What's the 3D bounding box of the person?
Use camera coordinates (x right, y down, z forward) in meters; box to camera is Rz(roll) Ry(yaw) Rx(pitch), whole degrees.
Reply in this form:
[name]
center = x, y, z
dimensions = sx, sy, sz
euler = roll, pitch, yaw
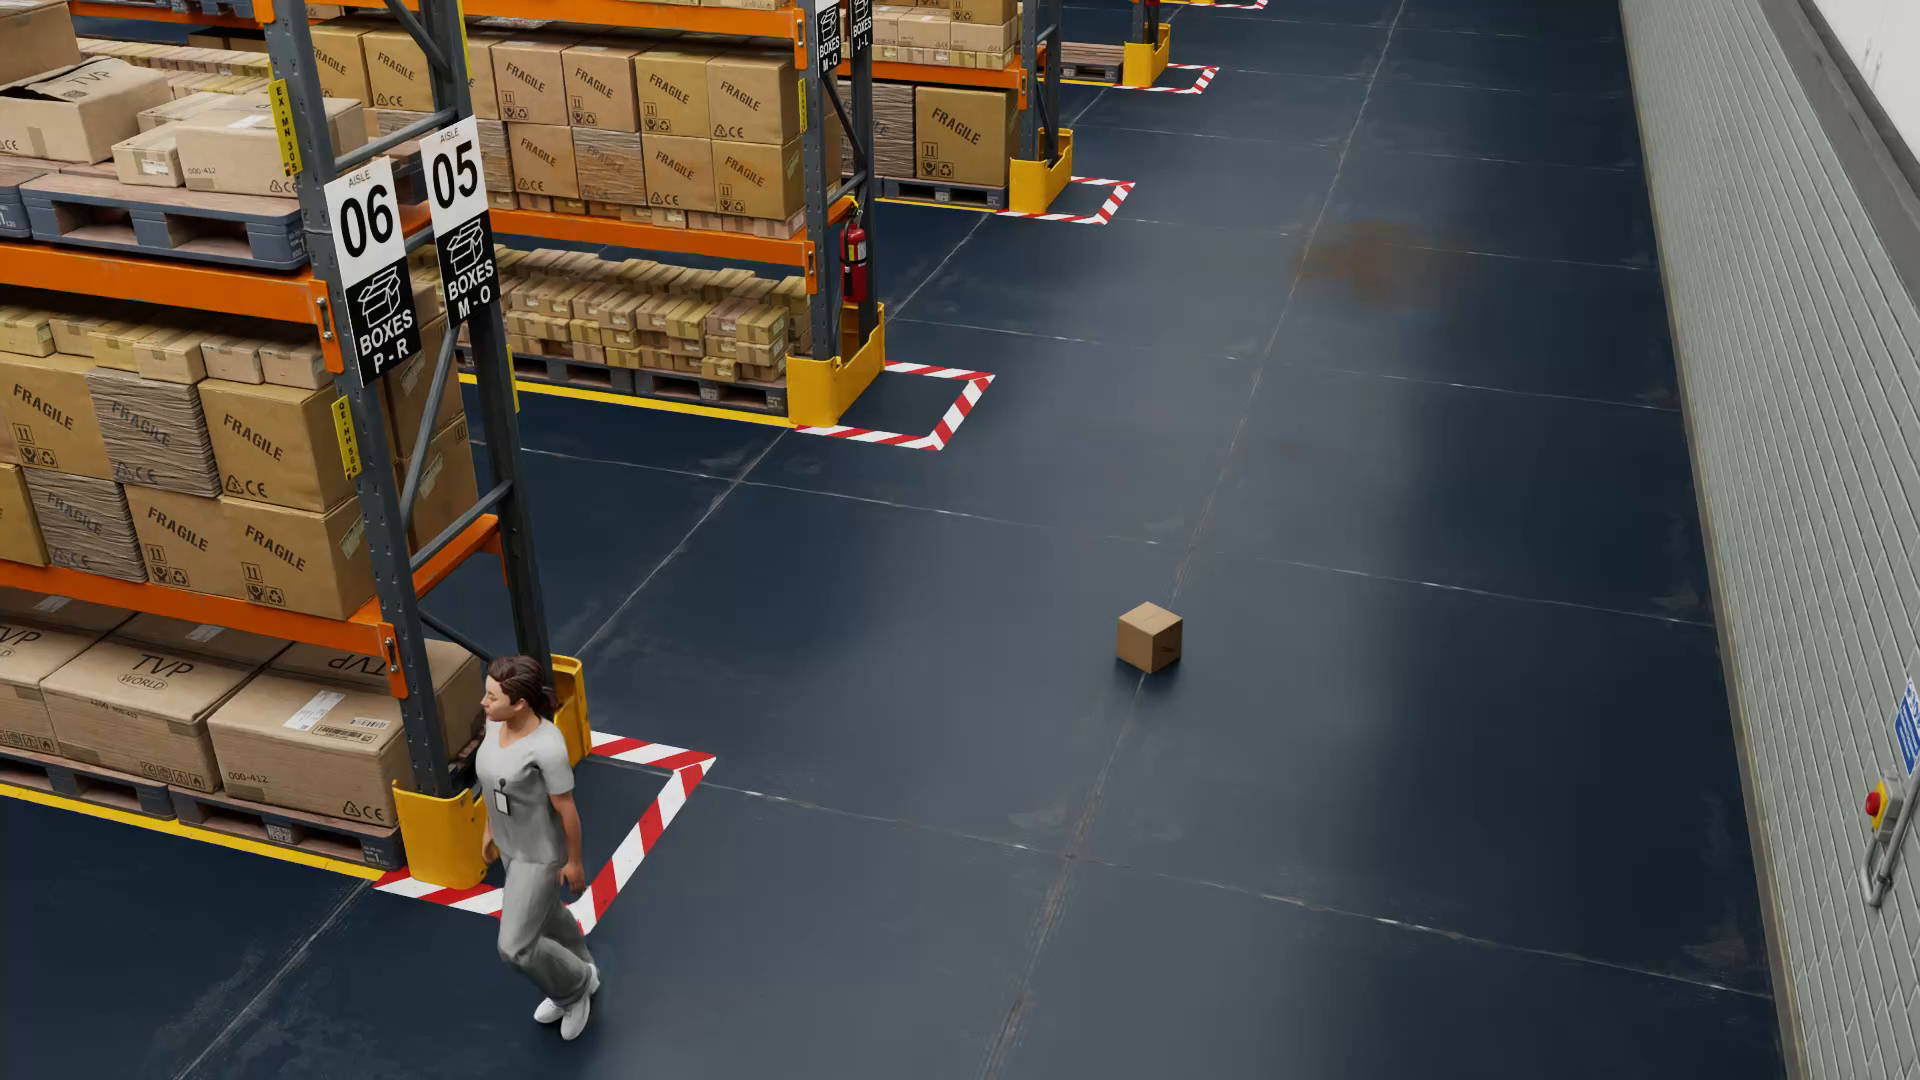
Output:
[person]
center = -1.663, 1.191, 6.350
dimensions = 0.484, 1.679, 0.470
euler = 26, 38, 38
